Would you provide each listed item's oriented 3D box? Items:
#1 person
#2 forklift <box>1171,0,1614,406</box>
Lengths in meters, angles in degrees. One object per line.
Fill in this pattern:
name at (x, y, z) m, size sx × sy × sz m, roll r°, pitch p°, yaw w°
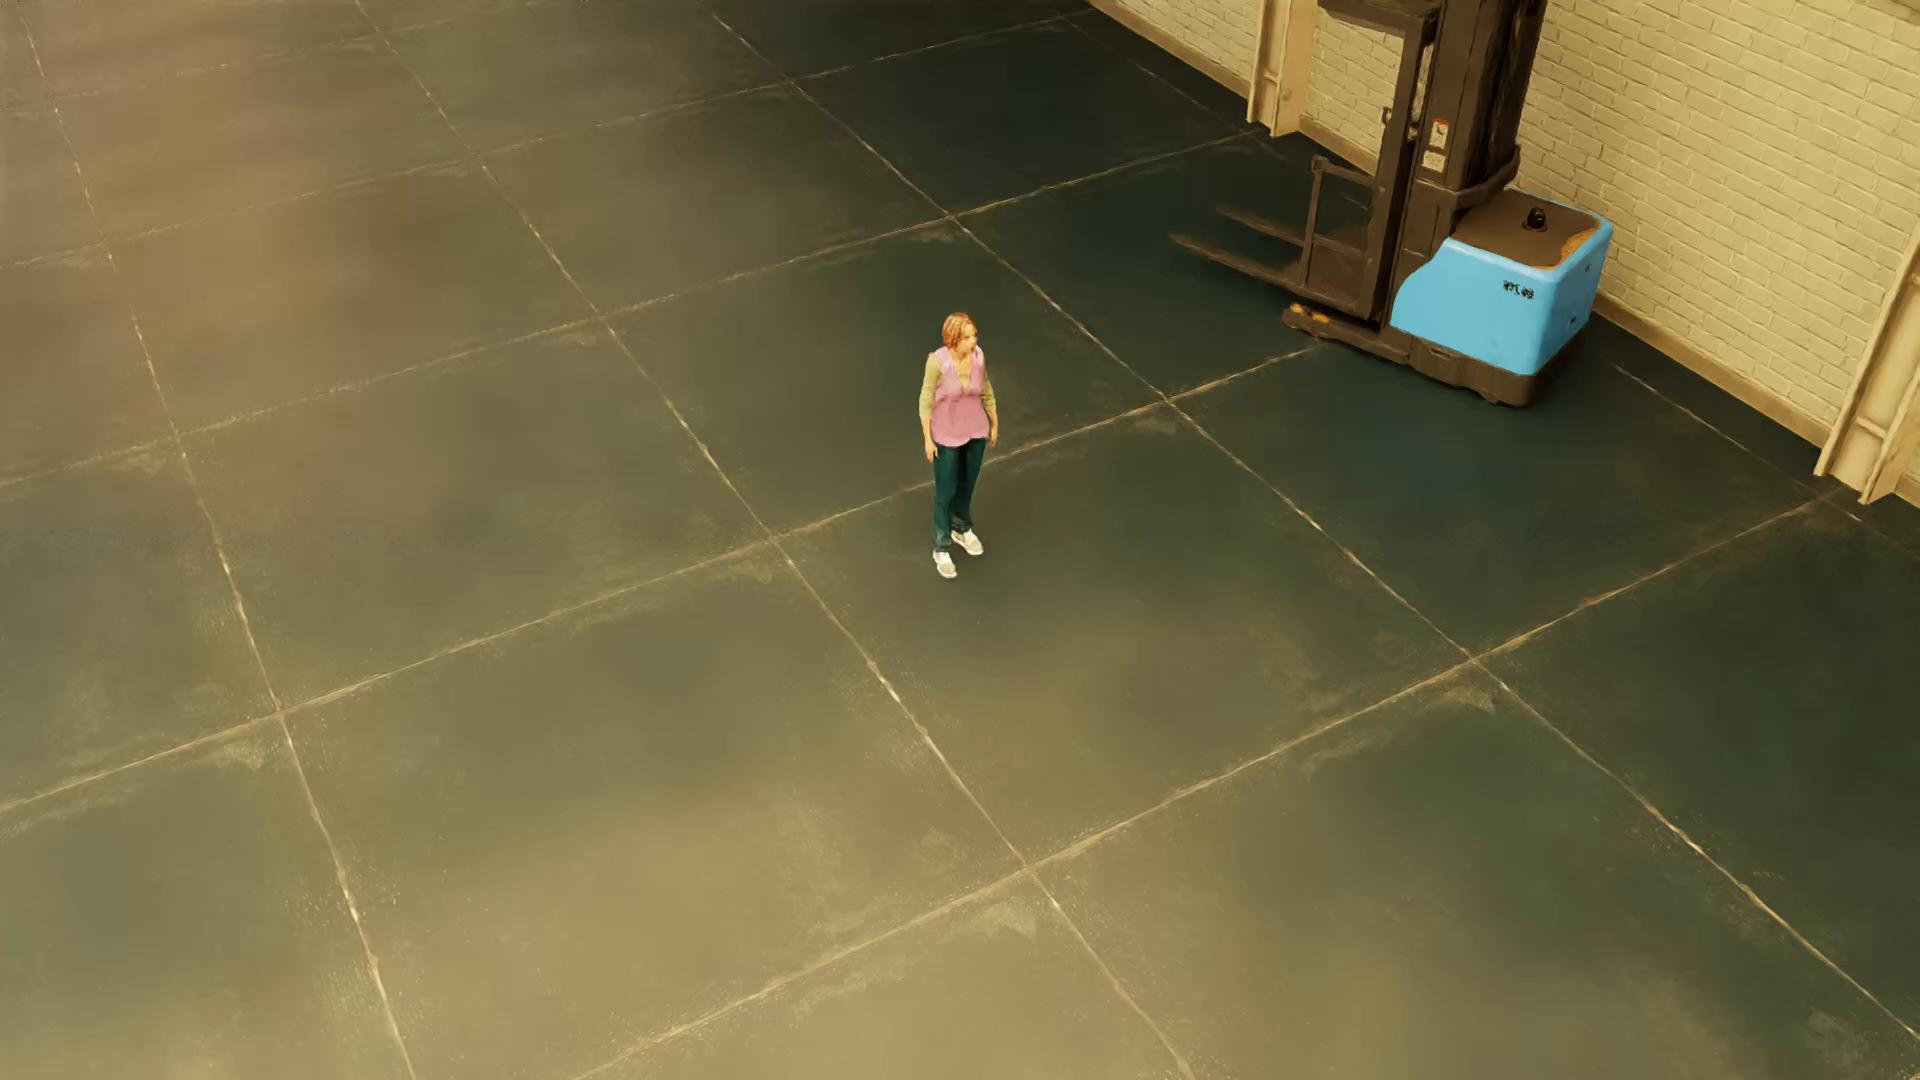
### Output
person at (0.025, -0.575, 9.763) m, size 0.520 × 1.597 × 0.474 m, roll -20°, pitch 44°, yaw -23°
forklift at (2.992, -2.835, 11.454) m, size 3.031 × 2.935 × 1.130 m, roll 28°, pitch 47°, yaw 30°
